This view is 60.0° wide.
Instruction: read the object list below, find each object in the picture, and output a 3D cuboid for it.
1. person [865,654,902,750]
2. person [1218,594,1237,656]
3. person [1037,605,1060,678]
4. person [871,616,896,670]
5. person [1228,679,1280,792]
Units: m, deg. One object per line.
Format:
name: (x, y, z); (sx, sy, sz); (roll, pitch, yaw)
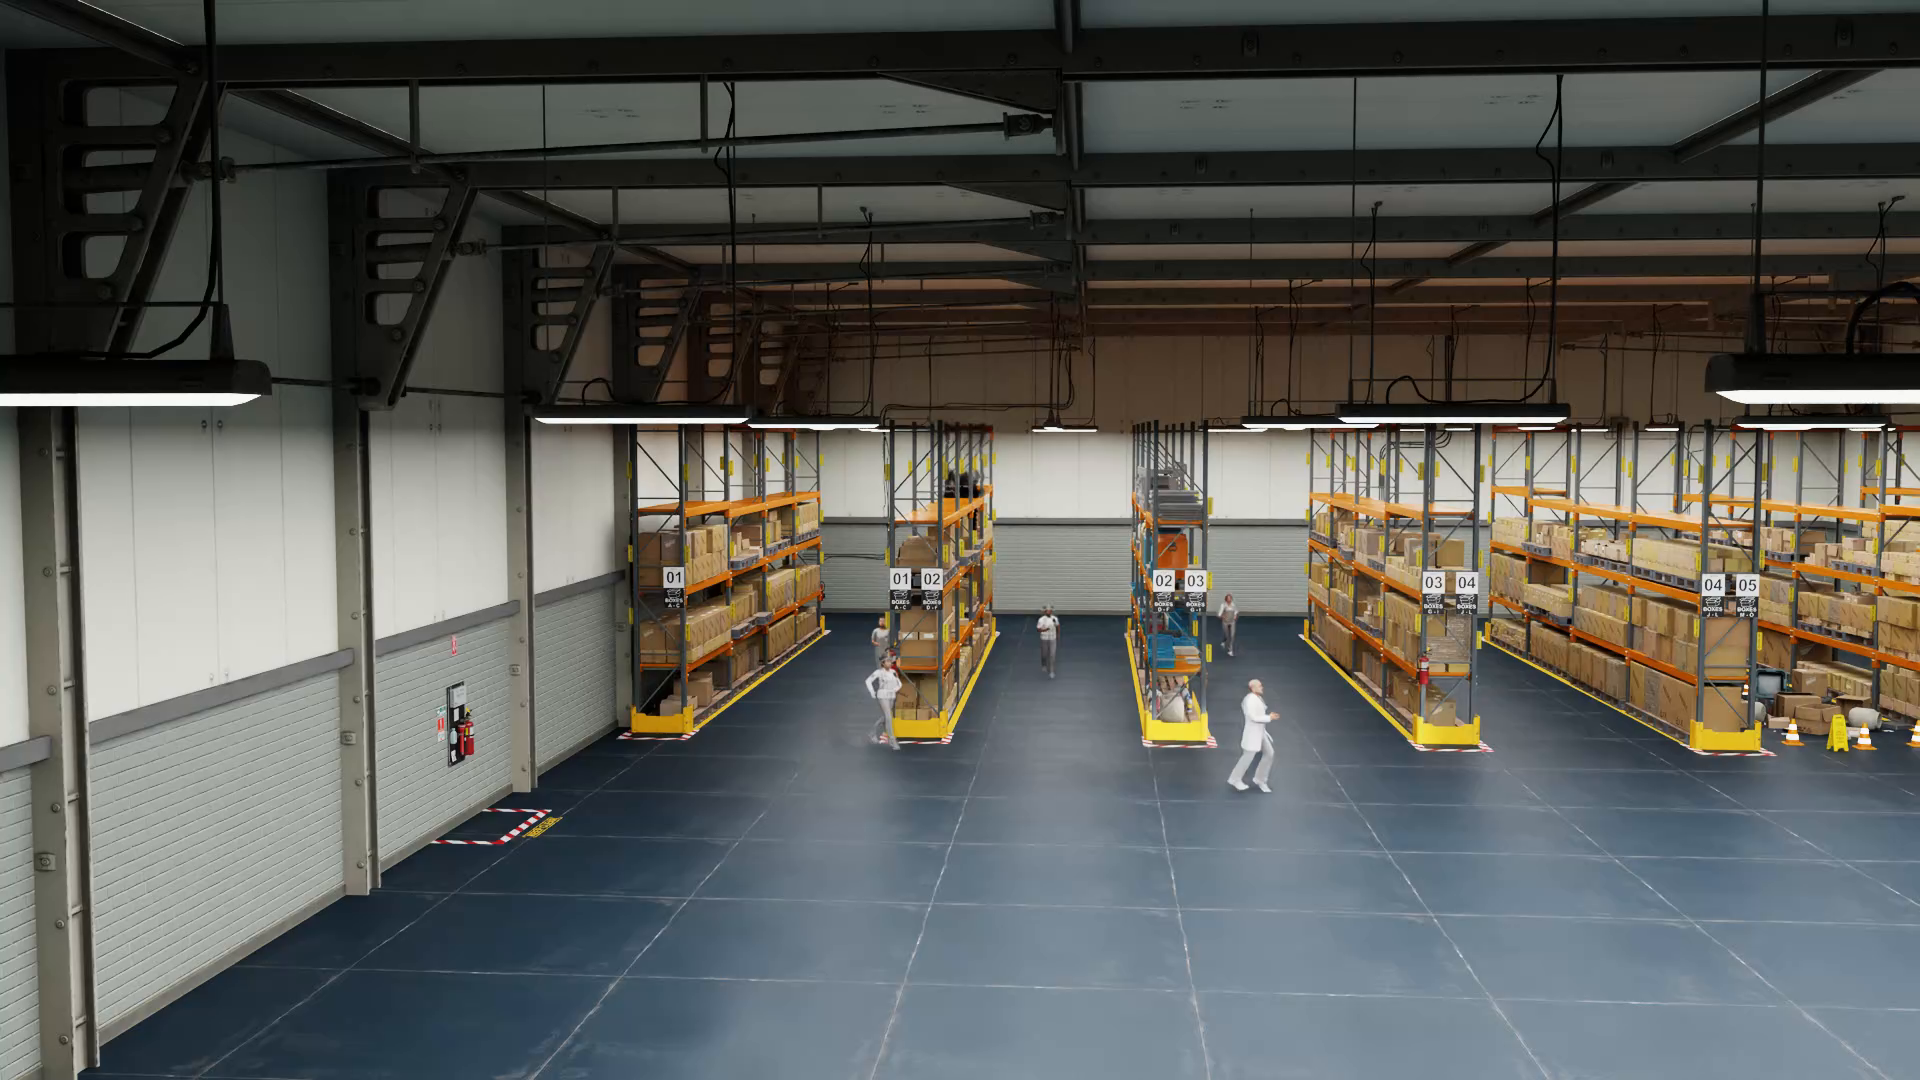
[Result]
person: (-1.329, 2.937, 30.471); (0.873, 1.712, 0.656); (3, 5, 42)
person: (6.984, 2.244, 43.273); (0.537, 1.493, 0.798); (0, 4, -7)
person: (2.103, 2.364, 39.363); (0.575, 1.685, 0.938); (0, 4, -2)
person: (-1.725, 2.532, 37.330); (0.537, 1.632, 0.604); (0, 4, 3)
person: (4.708, 3.154, 26.623); (0.840, 1.856, 0.708); (2, 4, 27)
